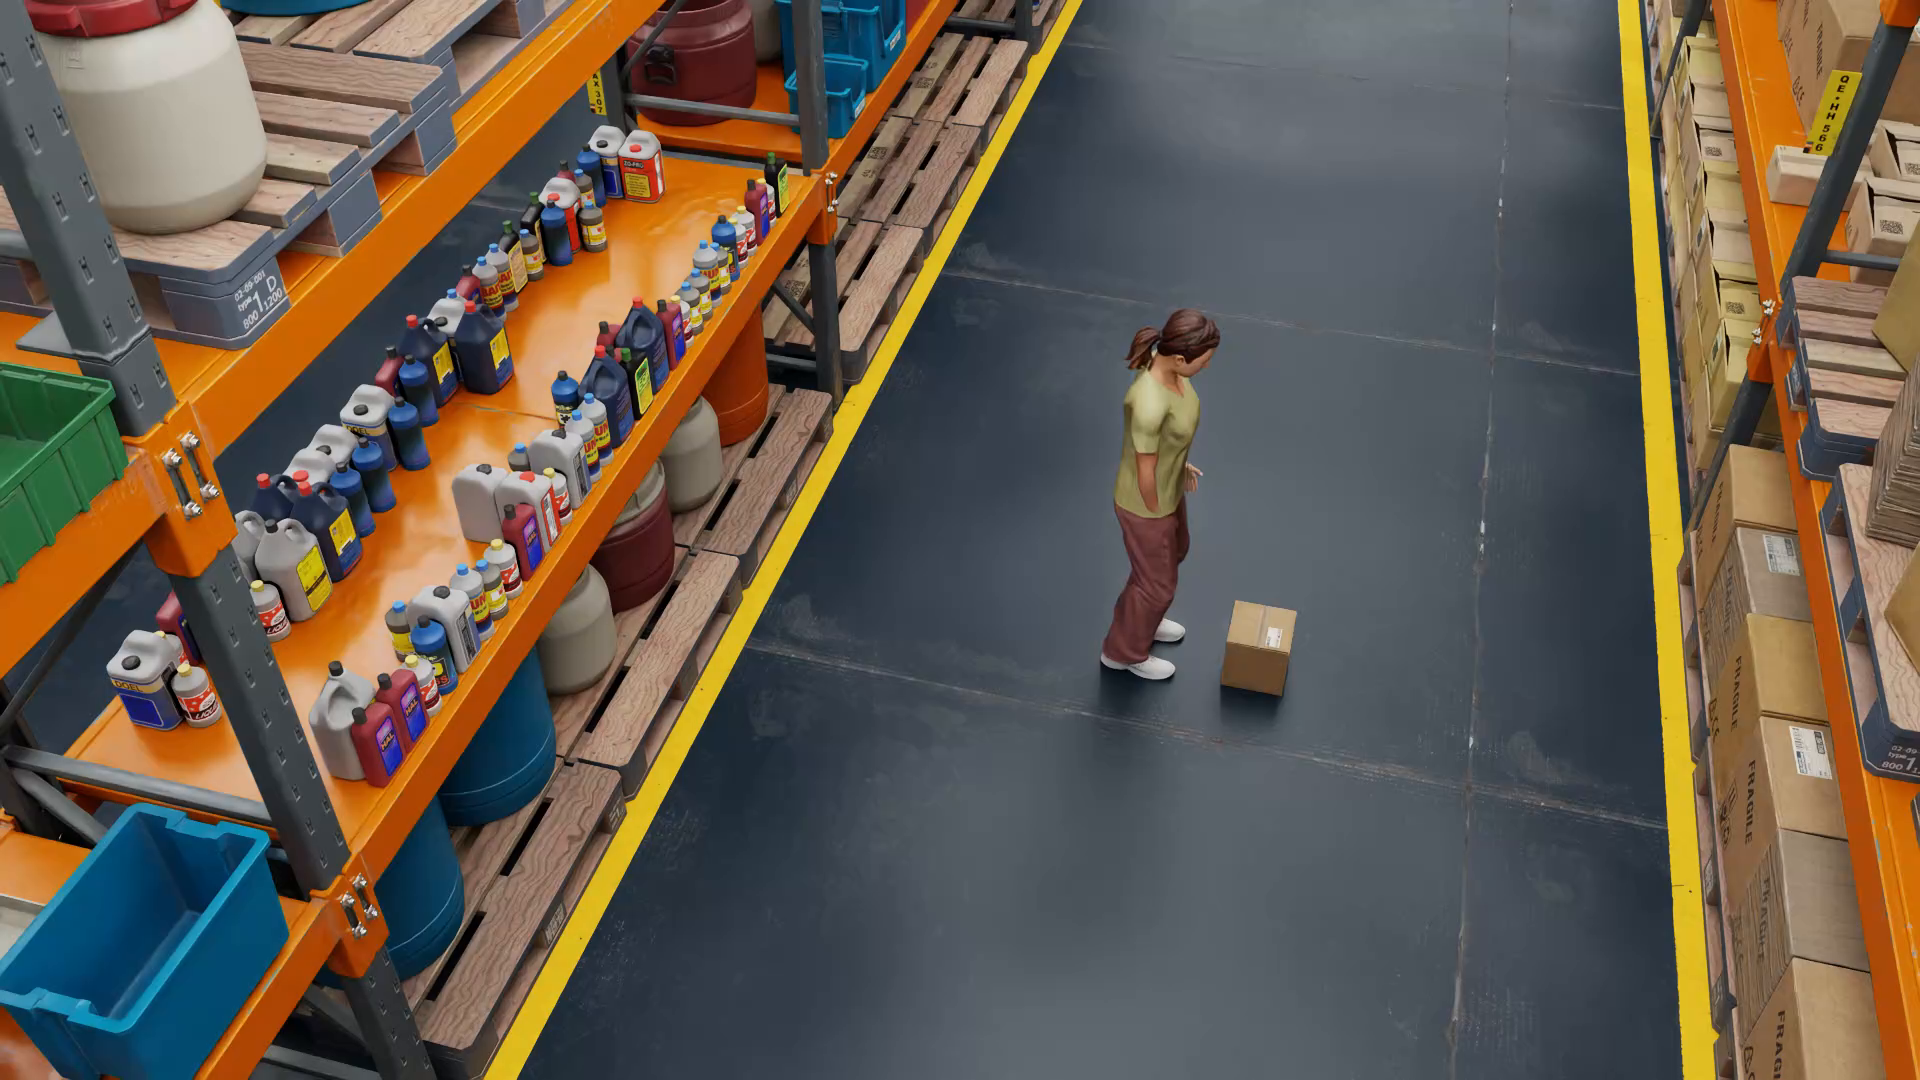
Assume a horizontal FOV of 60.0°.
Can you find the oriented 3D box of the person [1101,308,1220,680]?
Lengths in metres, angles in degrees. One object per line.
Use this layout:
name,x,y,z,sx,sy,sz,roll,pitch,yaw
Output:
person,0.753,-0.186,6.392,0.343,1.657,0.458,11,42,12
